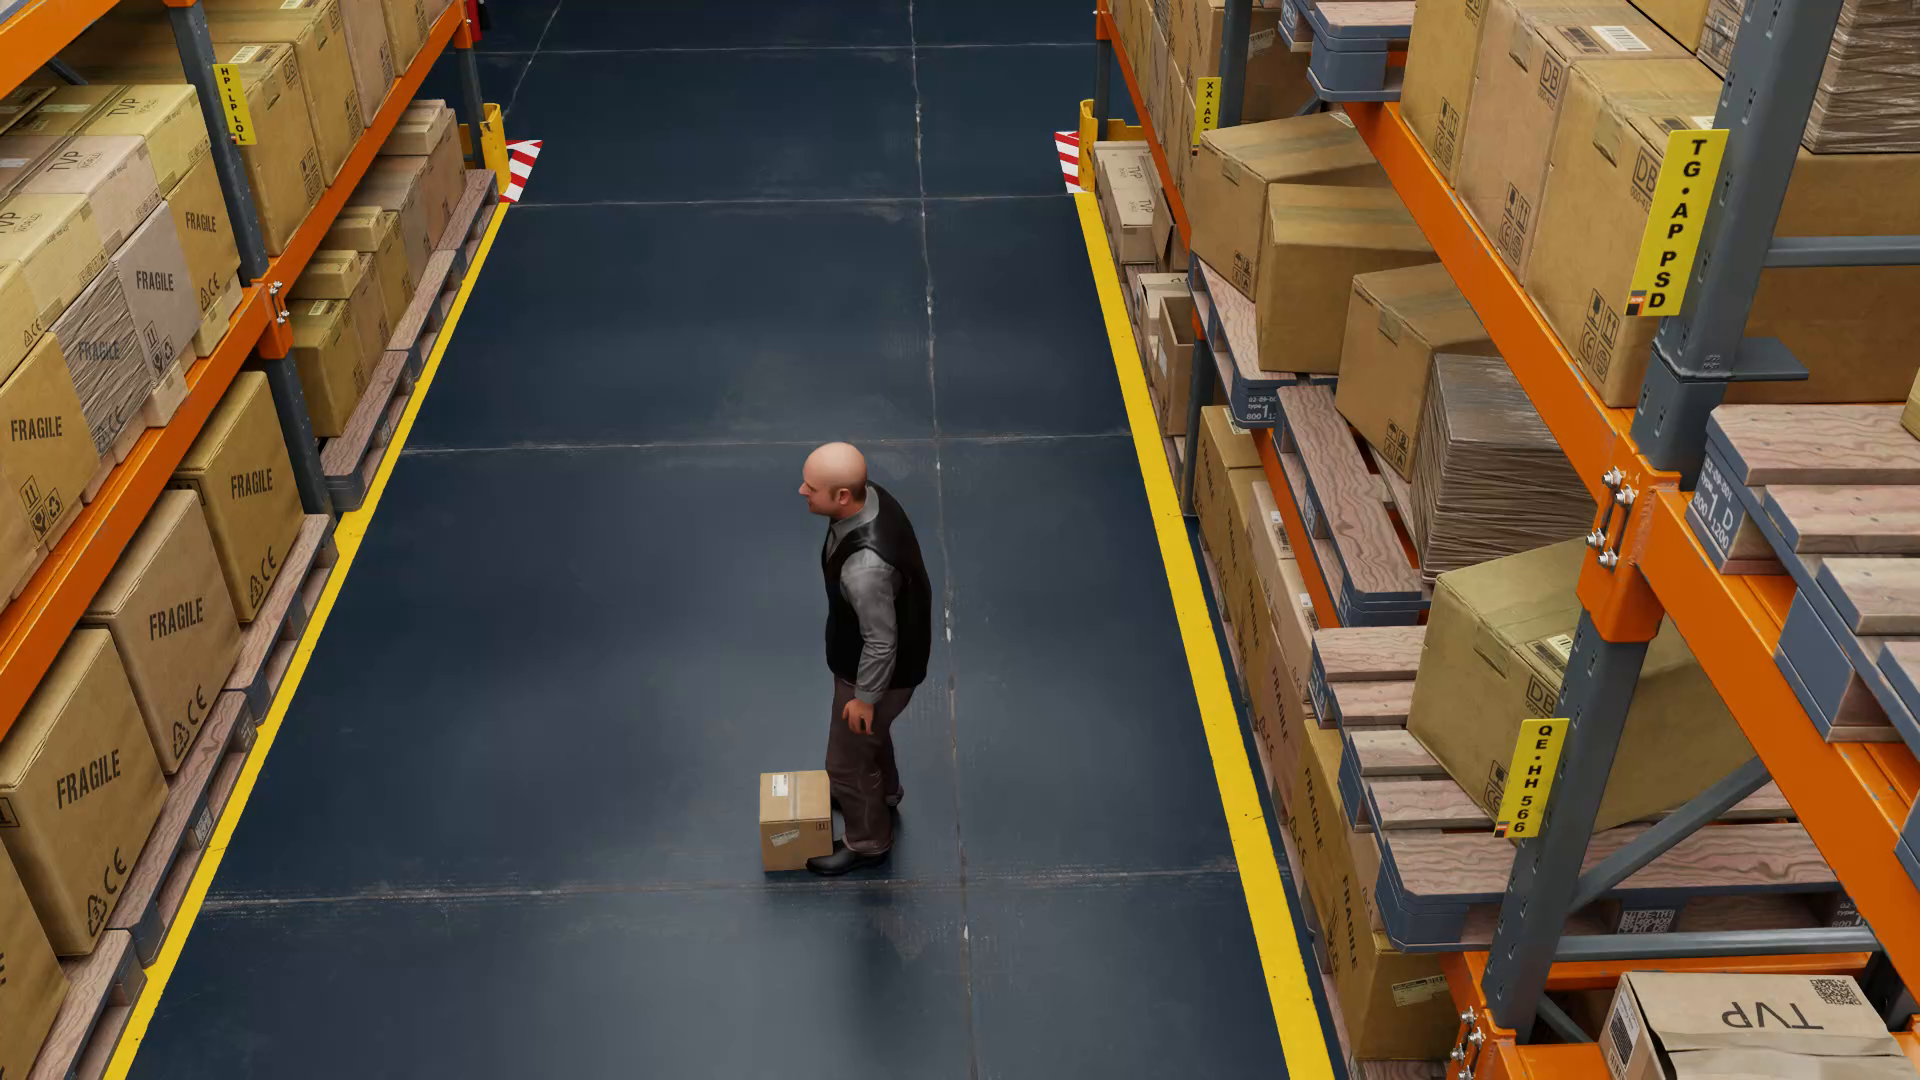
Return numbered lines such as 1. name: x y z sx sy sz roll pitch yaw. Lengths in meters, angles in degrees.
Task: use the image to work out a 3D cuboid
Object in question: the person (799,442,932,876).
1. person: -0.332 0.401 5.594 0.475 1.720 0.586 -3 35 -5
